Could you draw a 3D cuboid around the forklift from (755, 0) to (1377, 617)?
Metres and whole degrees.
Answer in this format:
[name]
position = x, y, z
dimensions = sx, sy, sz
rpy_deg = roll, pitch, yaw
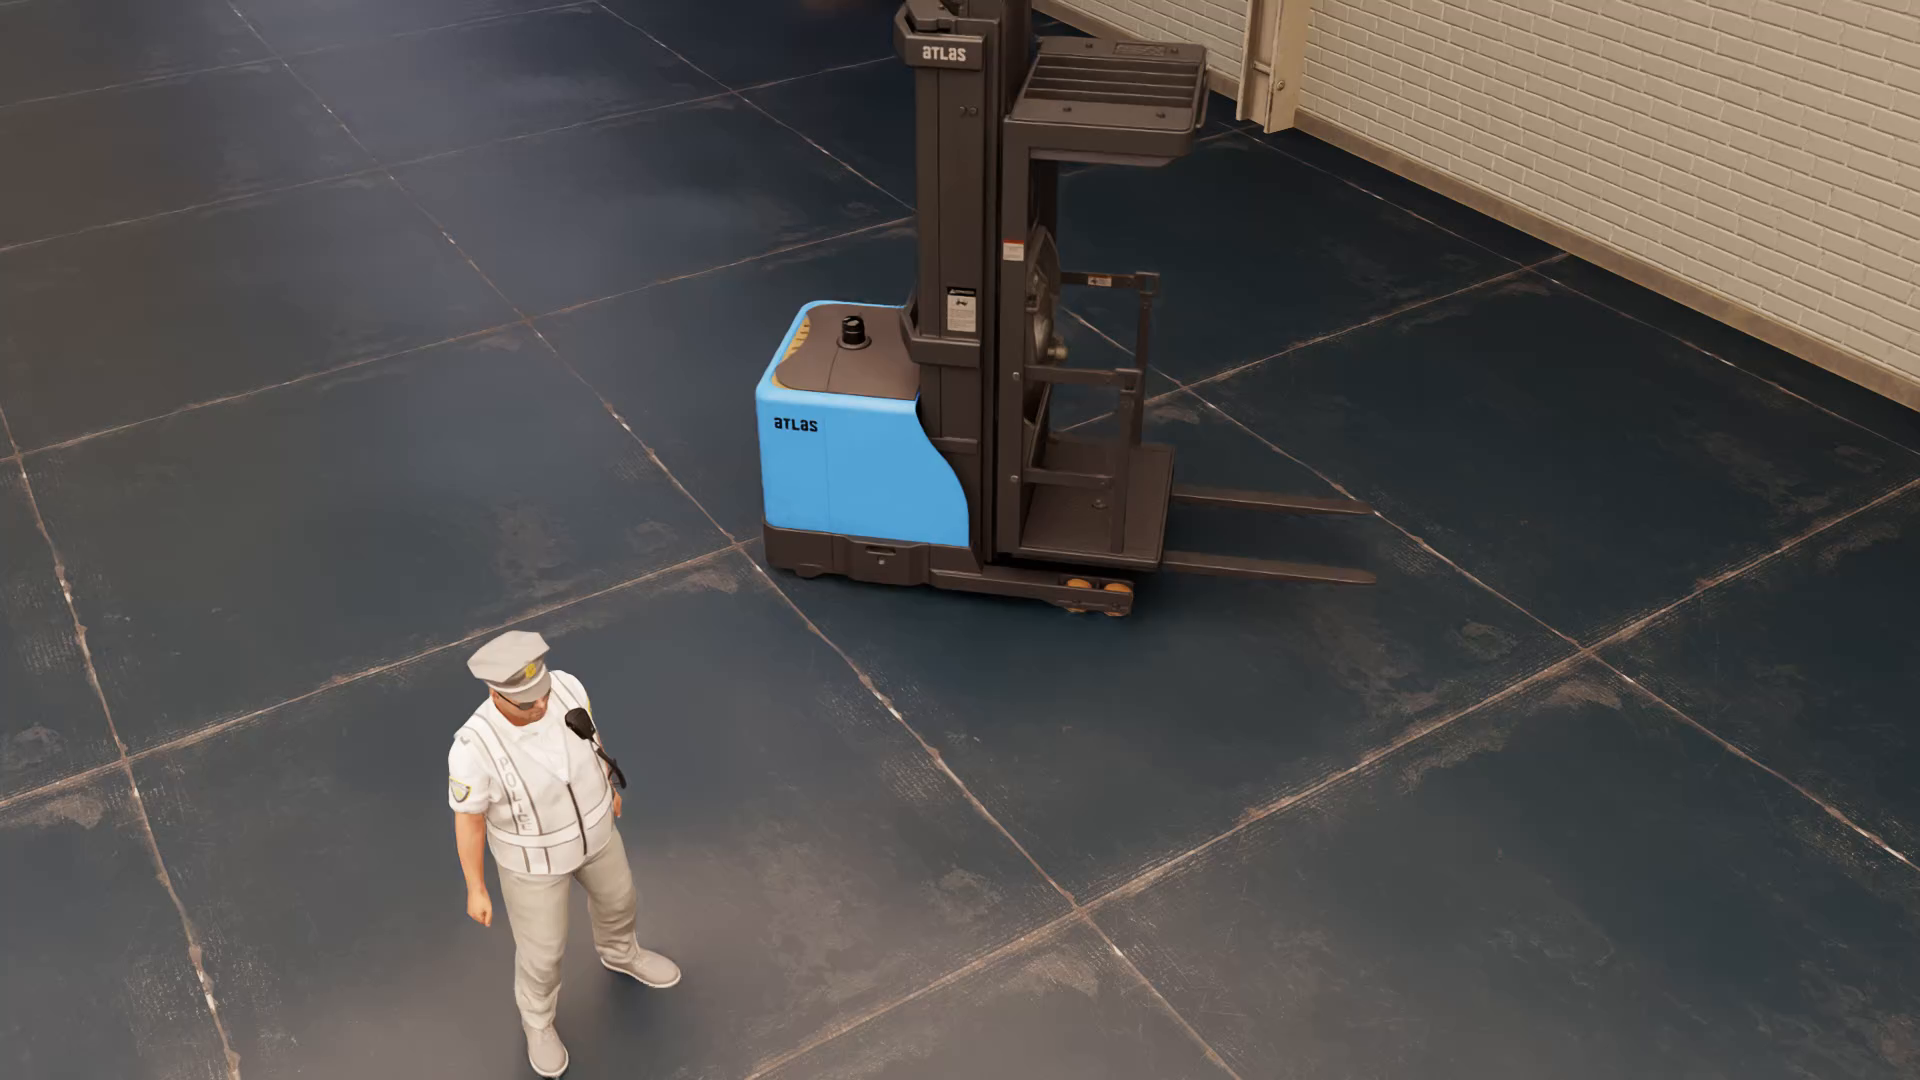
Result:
[forklift]
position = 0.577, -1.153, 7.789
dimensions = 3.031, 2.935, 1.130
rpy_deg = 6, 36, 8

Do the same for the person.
[person]
position = -1.404, 1.037, 5.715
dimensions = 0.393, 1.751, 0.702
rpy_deg = 26, 43, 32
